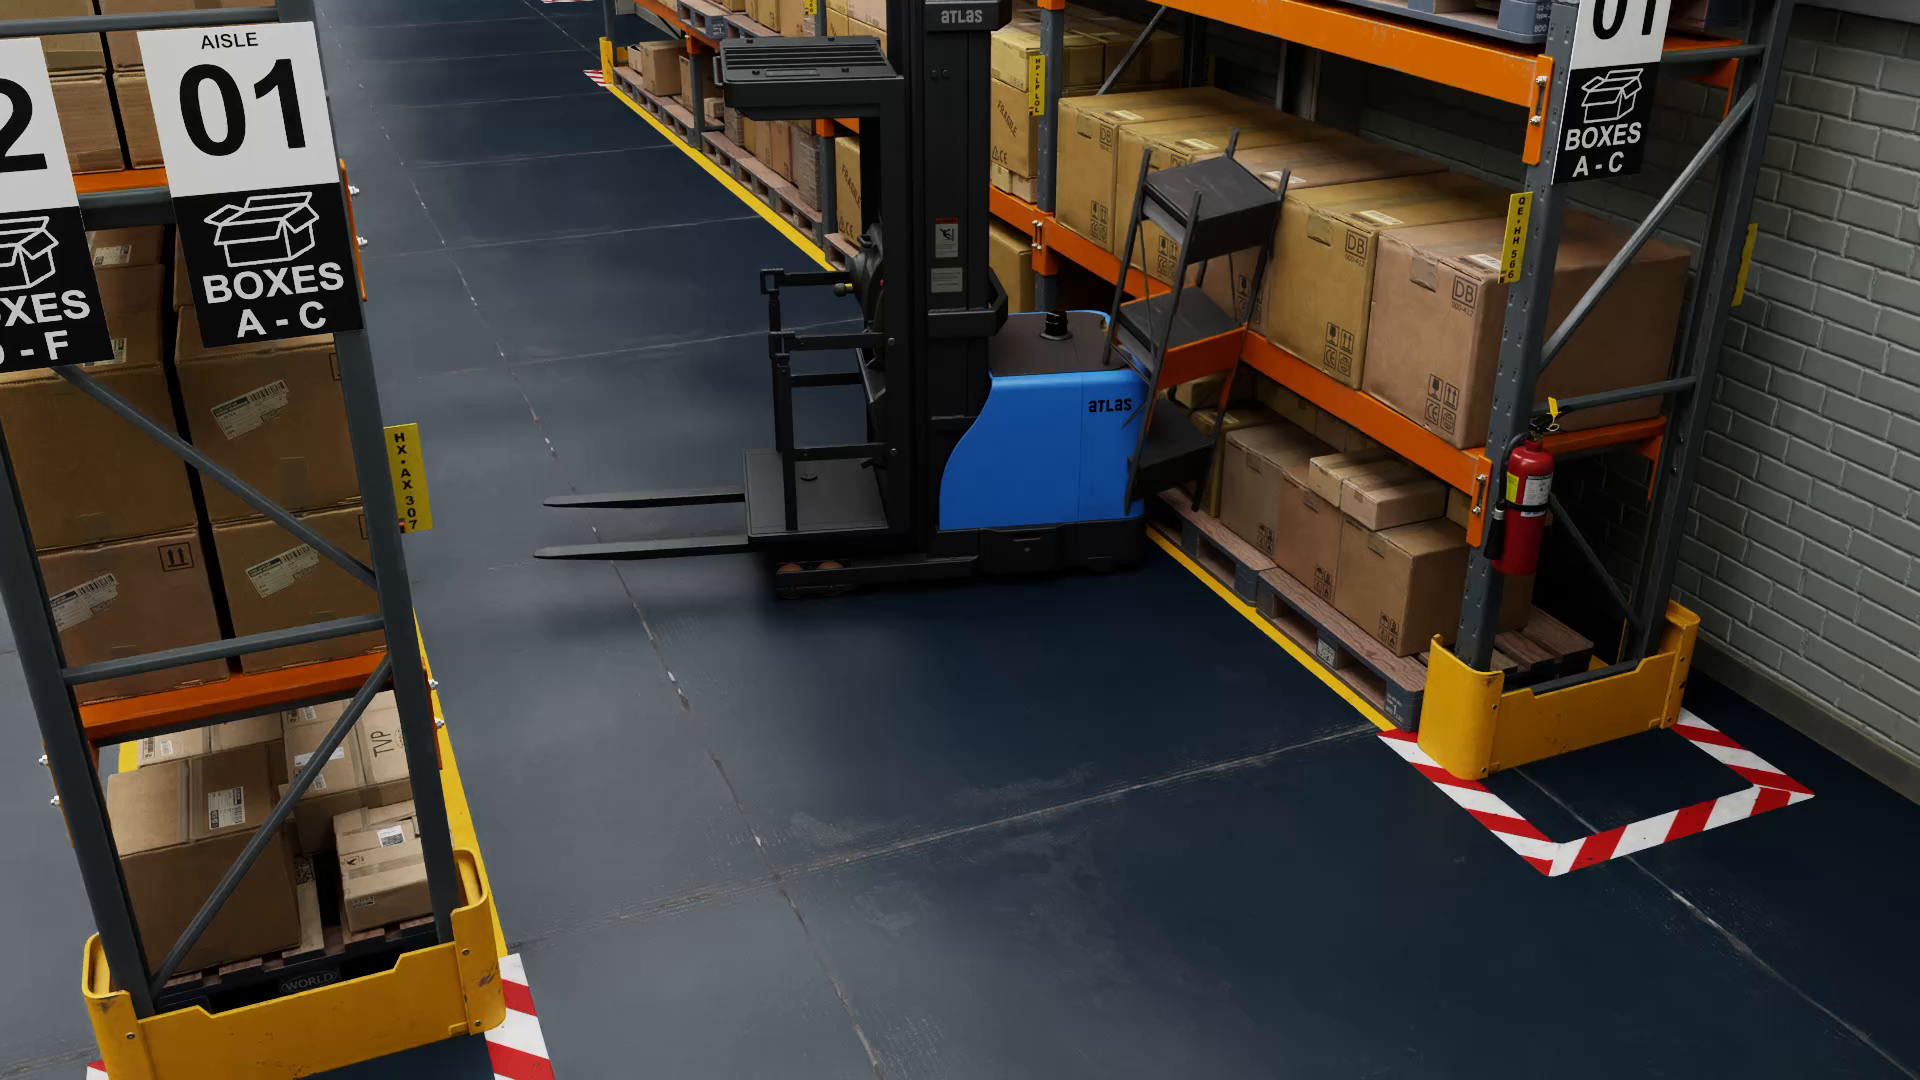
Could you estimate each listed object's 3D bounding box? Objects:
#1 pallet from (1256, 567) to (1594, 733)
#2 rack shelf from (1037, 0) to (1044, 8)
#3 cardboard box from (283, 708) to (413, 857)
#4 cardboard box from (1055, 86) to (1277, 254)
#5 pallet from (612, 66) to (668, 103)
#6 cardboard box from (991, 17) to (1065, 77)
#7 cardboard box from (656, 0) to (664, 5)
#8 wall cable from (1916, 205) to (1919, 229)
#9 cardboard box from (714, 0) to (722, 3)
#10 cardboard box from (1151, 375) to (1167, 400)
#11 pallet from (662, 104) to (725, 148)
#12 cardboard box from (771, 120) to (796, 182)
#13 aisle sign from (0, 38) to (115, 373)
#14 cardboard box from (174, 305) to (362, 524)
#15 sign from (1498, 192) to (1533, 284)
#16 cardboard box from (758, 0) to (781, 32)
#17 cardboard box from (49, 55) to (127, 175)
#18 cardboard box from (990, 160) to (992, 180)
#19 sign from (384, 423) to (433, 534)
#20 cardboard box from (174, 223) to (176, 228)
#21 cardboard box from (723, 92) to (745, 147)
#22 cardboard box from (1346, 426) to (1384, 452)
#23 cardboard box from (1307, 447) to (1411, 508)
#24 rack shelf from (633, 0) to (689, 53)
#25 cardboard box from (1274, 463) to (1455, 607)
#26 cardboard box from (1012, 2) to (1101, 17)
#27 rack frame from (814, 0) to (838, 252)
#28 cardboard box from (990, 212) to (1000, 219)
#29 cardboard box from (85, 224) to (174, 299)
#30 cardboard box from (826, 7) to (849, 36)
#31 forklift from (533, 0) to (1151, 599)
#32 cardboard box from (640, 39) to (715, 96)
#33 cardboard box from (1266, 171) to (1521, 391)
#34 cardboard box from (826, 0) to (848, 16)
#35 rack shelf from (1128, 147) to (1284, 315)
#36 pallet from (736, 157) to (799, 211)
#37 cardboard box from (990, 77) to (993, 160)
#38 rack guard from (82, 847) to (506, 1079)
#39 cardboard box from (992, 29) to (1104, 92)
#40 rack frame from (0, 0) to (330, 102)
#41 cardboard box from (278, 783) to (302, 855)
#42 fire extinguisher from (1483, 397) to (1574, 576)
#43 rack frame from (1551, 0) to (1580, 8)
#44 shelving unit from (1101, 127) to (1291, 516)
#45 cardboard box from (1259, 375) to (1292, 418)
[{"bbox_3d":[2.111,0.402,7.685,1.003,0.211,1.213,-11,28,-21],"label":"pallet"},{"bbox_3d":[0.146,-3.988,10.901,1.077,0.370,4.000,-11,28,-21],"label":"rack shelf"},{"bbox_3d":[-2.208,0.879,6.163,0.500,0.250,0.500,-11,28,-21],"label":"cardboard box"},{"bbox_3d":[1.127,-2.069,9.227,0.980,0.700,0.700,-10,28,-20],"label":"cardboard box"},{"bbox_3d":[-3.454,-5.383,19.534,1.003,0.211,1.213,-11,28,-21],"label":"pallet"},{"bbox_3d":[0.320,-3.033,10.213,0.500,0.250,0.500,-10,28,-19],"label":"cardboard box"},{"bbox_3d":[-2.855,-5.669,17.090,0.500,0.250,0.500,-10,28,-20],"label":"cardboard box"},{"bbox_3d":[3.868,-0.643,5.491,0.084,1.984,1.851,-11,28,-21],"label":"wall cable"},{"bbox_3d":[-2.035,-5.417,15.811,0.700,0.500,0.500,-10,28,-20],"label":"cardboard box"},{"bbox_3d":[1.322,-0.699,9.133,0.700,0.500,0.500,-11,28,-21],"label":"cardboard box"},{"bbox_3d":[-2.499,-4.398,17.517,1.003,0.211,1.213,-11,28,-21],"label":"pallet"},{"bbox_3d":[-1.282,-3.551,14.951,0.700,0.500,0.500,-11,28,-21],"label":"cardboard box"},{"bbox_3d":[-2.316,-0.777,3.959,0.394,0.787,0.004,-11,28,-21],"label":"aisle sign"},{"bbox_3d":[-1.992,-0.407,4.912,0.500,0.500,0.500,-10,28,-19],"label":"cardboard box"},{"bbox_3d":[1.991,-1.080,5.954,0.100,0.325,0.005,-11,28,-21],"label":"sign"},{"bbox_3d":[-1.338,-4.701,14.344,0.700,0.500,0.500,-11,28,-21],"label":"cardboard box"},{"bbox_3d":[-2.504,-1.131,4.400,0.500,0.250,0.500,-11,28,-21],"label":"cardboard box"},{"bbox_3d":[0.356,-2.350,10.408,0.380,0.149,0.250,-10,28,-19],"label":"cardboard box"},{"bbox_3d":[-1.561,-0.171,4.695,0.100,0.325,0.005,-11,28,-21],"label":"sign"},{"bbox_3d":[-3.499,-1.351,6.845,0.500,0.500,0.500,-11,28,-22],"label":"cardboard box"},{"bbox_3d":[-1.900,-4.166,16.211,0.700,0.500,0.500,-10,28,-19],"label":"cardboard box"},{"bbox_3d":[2.066,-0.453,7.890,0.380,0.149,0.250,-10,28,-20],"label":"cardboard box"},{"bbox_3d":[1.811,-0.287,7.551,0.380,0.149,0.250,-10,28,-19],"label":"cardboard box"},{"bbox_3d":[-2.987,-5.870,18.173,1.077,0.370,4.000,-11,28,-21],"label":"rack shelf"},{"bbox_3d":[1.934,-0.074,7.854,0.700,0.500,0.500,-11,28,-21],"label":"cardboard box"},{"bbox_3d":[0.577,-3.323,10.806,0.500,0.250,0.500,-12,28,-22],"label":"cardboard box"},{"bbox_3d":[-0.637,-3.771,13.055,1.000,3.000,0.127,-11,28,-21],"label":"rack frame"},{"bbox_3d":[0.205,-1.977,11.352,0.750,0.750,0.750,-10,28,-19],"label":"cardboard box"},{"bbox_3d":[-2.894,-0.728,5.568,0.500,0.500,0.500,-10,28,-19],"label":"cardboard box"},{"bbox_3d":[-0.682,-3.718,12.471,0.500,0.500,0.500,-10,28,-19],"label":"cardboard box"},{"bbox_3d":[-0.623,-1.277,8.025,3.031,2.935,1.130,-4,26,-8],"label":"forklift"},{"bbox_3d":[-3.117,-5.245,18.422,0.700,0.500,0.500,-12,29,-24],"label":"cardboard box"},{"bbox_3d":[1.992,-1.172,7.390,0.980,0.700,0.700,-11,28,-21],"label":"cardboard box"},{"bbox_3d":[-0.685,-4.056,12.309,0.500,0.250,0.500,-10,28,-19],"label":"cardboard box"},{"bbox_3d":[1.082,-1.389,7.462,0.480,0.518,0.431,-19,49,-26],"label":"rack shelf"},{"bbox_3d":[-1.415,-3.325,15.320,1.003,0.211,1.213,-11,28,-21],"label":"pallet"},{"bbox_3d":[0.308,-2.691,10.367,0.500,0.500,0.500,-10,28,-20],"label":"cardboard box"},{"bbox_3d":[-2.090,1.404,5.305,1.175,0.500,0.348,-11,28,-21],"label":"rack guard"},{"bbox_3d":[0.511,-2.825,9.787,0.500,0.250,0.500,-10,28,-19],"label":"cardboard box"},{"bbox_3d":[-2.060,-2.385,3.377,1.000,3.000,0.127,-11,28,-21],"label":"rack frame"},{"bbox_3d":[-2.576,1.031,5.948,0.380,0.166,0.250,-11,28,-21],"label":"cardboard box"},{"bbox_3d":[2.131,-0.199,6.252,0.296,0.674,0.183,-11,28,-21],"label":"fire extinguisher"},{"bbox_3d":[2.496,-3.237,5.124,1.000,3.000,0.127,-11,28,-21],"label":"rack frame"},{"bbox_3d":[1.011,-0.893,7.931,0.503,2.100,0.431,-19,49,-26],"label":"shelving unit"},{"bbox_3d":[1.766,-0.761,8.522,0.380,0.149,0.250,-11,28,-22],"label":"cardboard box"}]
